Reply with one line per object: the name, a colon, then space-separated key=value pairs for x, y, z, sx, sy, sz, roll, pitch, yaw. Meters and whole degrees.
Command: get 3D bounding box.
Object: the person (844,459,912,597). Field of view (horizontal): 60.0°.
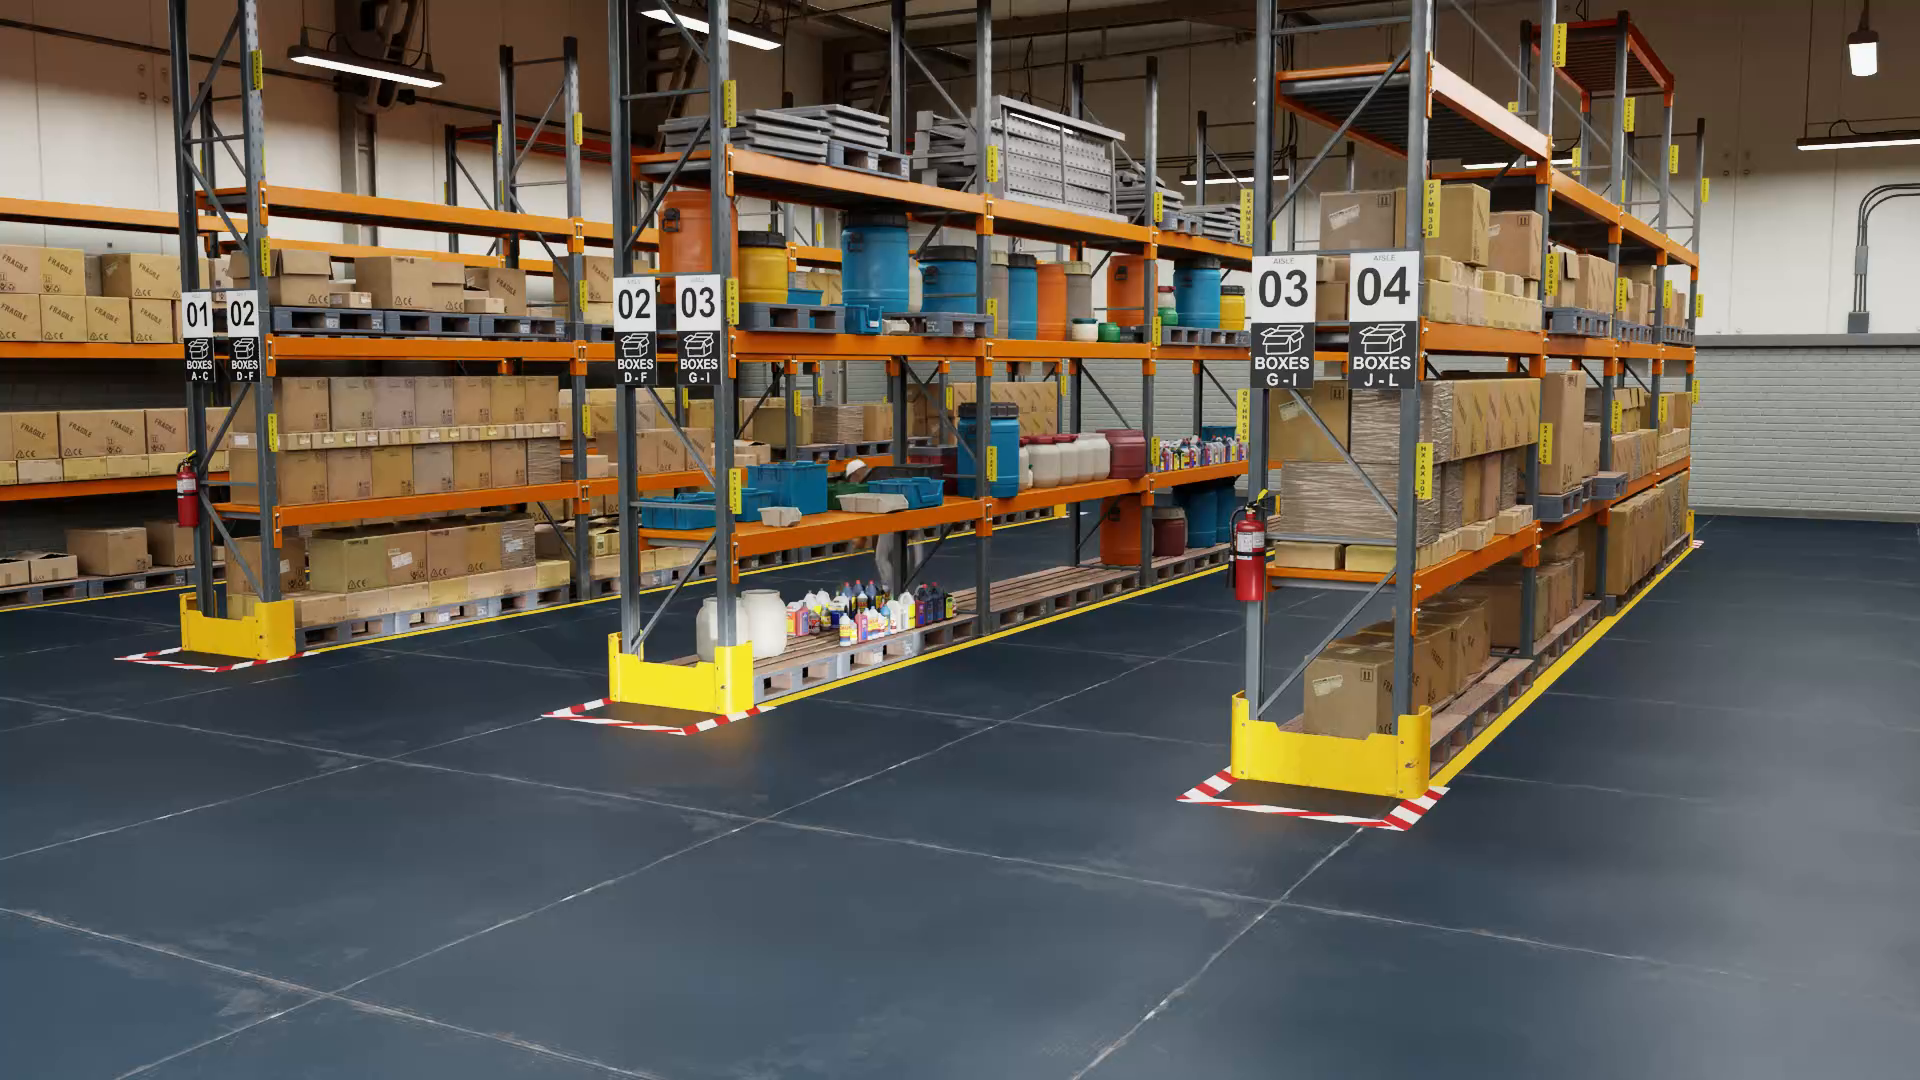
person: x=-0.877 y=-0.086 z=17.881 sx=0.799 sy=1.554 sz=0.477 roll=3 pitch=7 yaw=27
